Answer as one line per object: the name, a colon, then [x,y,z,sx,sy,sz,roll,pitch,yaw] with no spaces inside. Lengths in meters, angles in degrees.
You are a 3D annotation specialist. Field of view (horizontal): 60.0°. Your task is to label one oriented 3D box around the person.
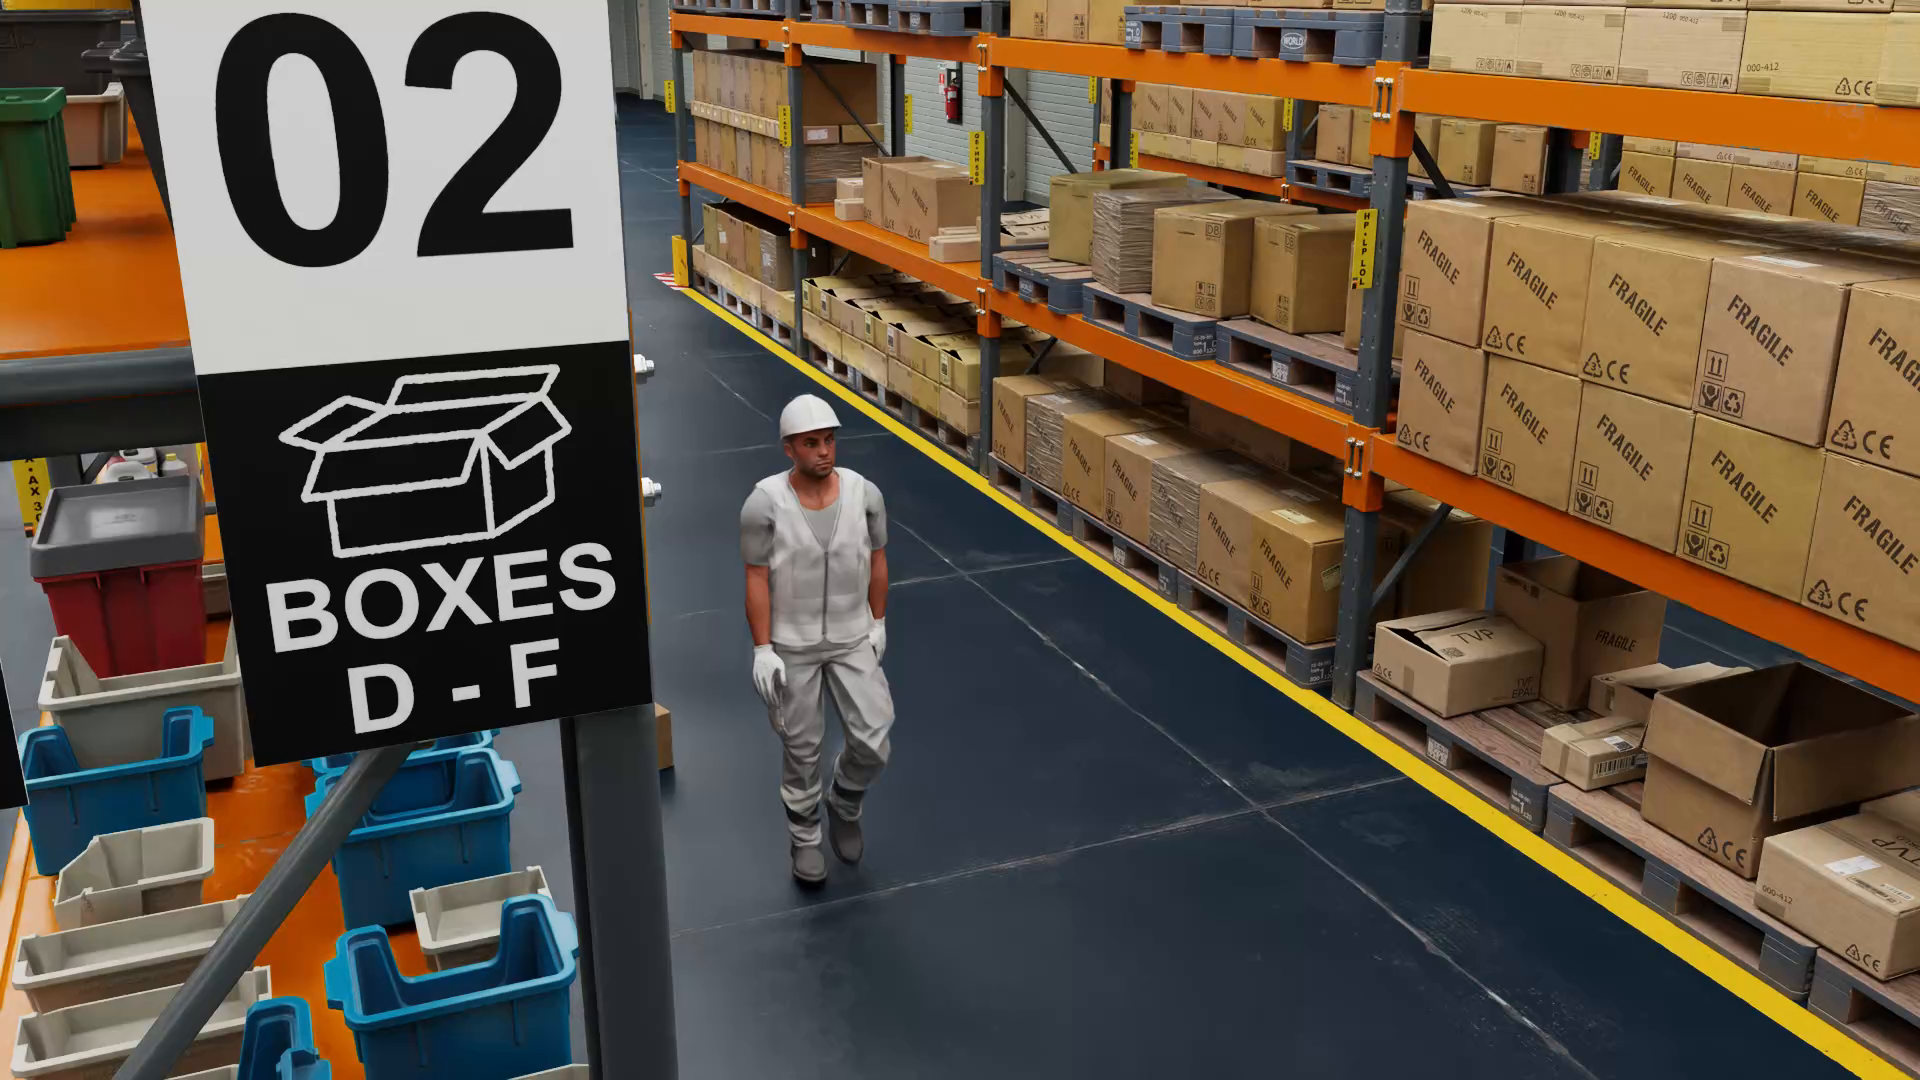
person: [-0.481,0.379,5.843,0.539,1.798,0.449,-6,19,-16]
